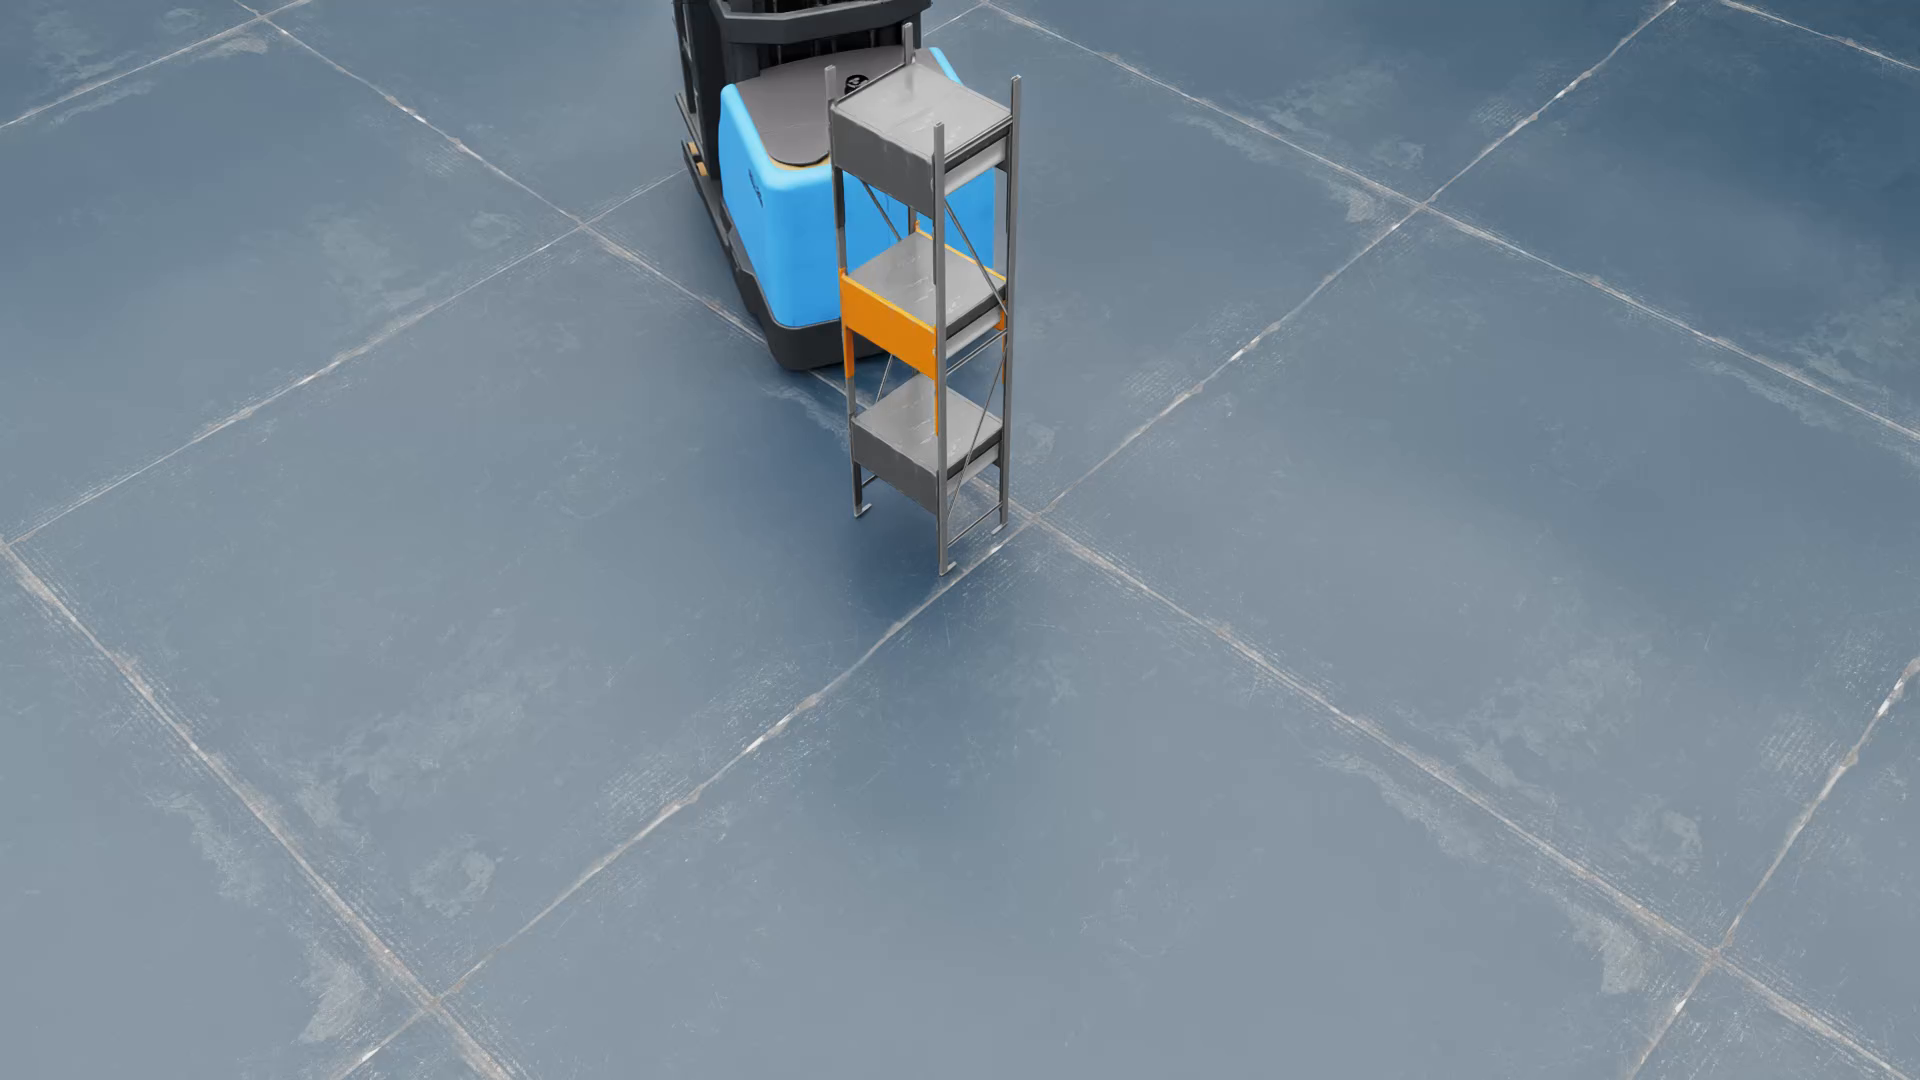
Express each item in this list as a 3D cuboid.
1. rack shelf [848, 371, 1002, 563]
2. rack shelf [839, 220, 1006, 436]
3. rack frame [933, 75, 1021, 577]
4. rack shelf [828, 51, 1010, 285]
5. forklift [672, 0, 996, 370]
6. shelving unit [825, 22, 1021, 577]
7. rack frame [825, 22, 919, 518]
[{"bbox_3d":[-0.122,-0.312,6.690,0.480,0.518,0.431,34,55,28],"label":"rack shelf"},{"bbox_3d":[-0.122,-0.791,6.180,0.480,0.518,0.431,34,55,28],"label":"rack shelf"},{"bbox_3d":[0.058,-0.680,6.057,0.015,2.100,0.400,34,55,28],"label":"rack frame"},{"bbox_3d":[-0.122,-1.270,5.670,0.480,0.518,0.431,34,55,28],"label":"rack shelf"},{"bbox_3d":[-0.798,-2.863,7.536,1.130,2.935,3.031,-14,48,-13],"label":"forklift"},{"bbox_3d":[-0.122,-0.801,6.170,0.503,2.100,0.431,34,55,28],"label":"shelving unit"},{"bbox_3d":[-0.301,-0.921,6.283,0.015,2.100,0.400,34,55,28],"label":"rack frame"}]
